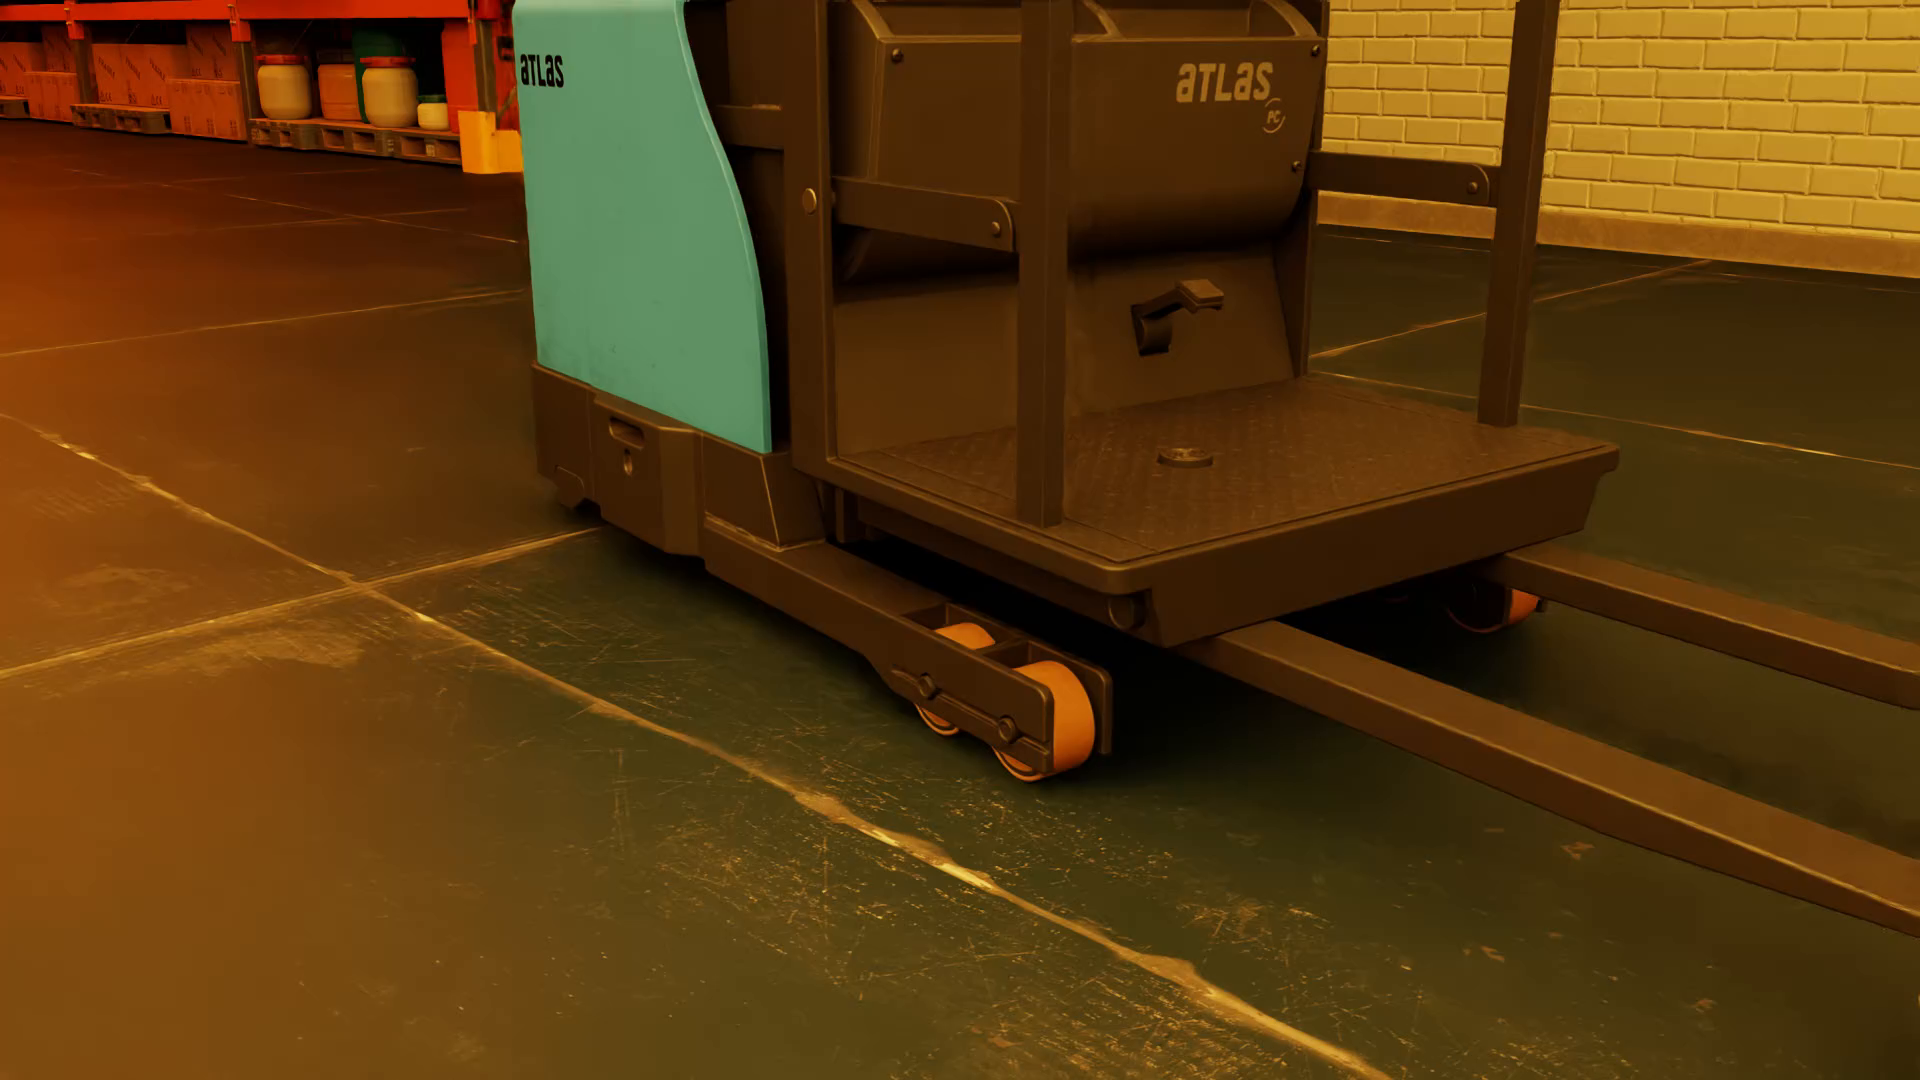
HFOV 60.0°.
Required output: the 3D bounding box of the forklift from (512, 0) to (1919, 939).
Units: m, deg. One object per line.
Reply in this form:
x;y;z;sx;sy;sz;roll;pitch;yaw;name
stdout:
0.349;-1.228;2.403;1.130;2.935;3.031;-12;21;-34;forklift
